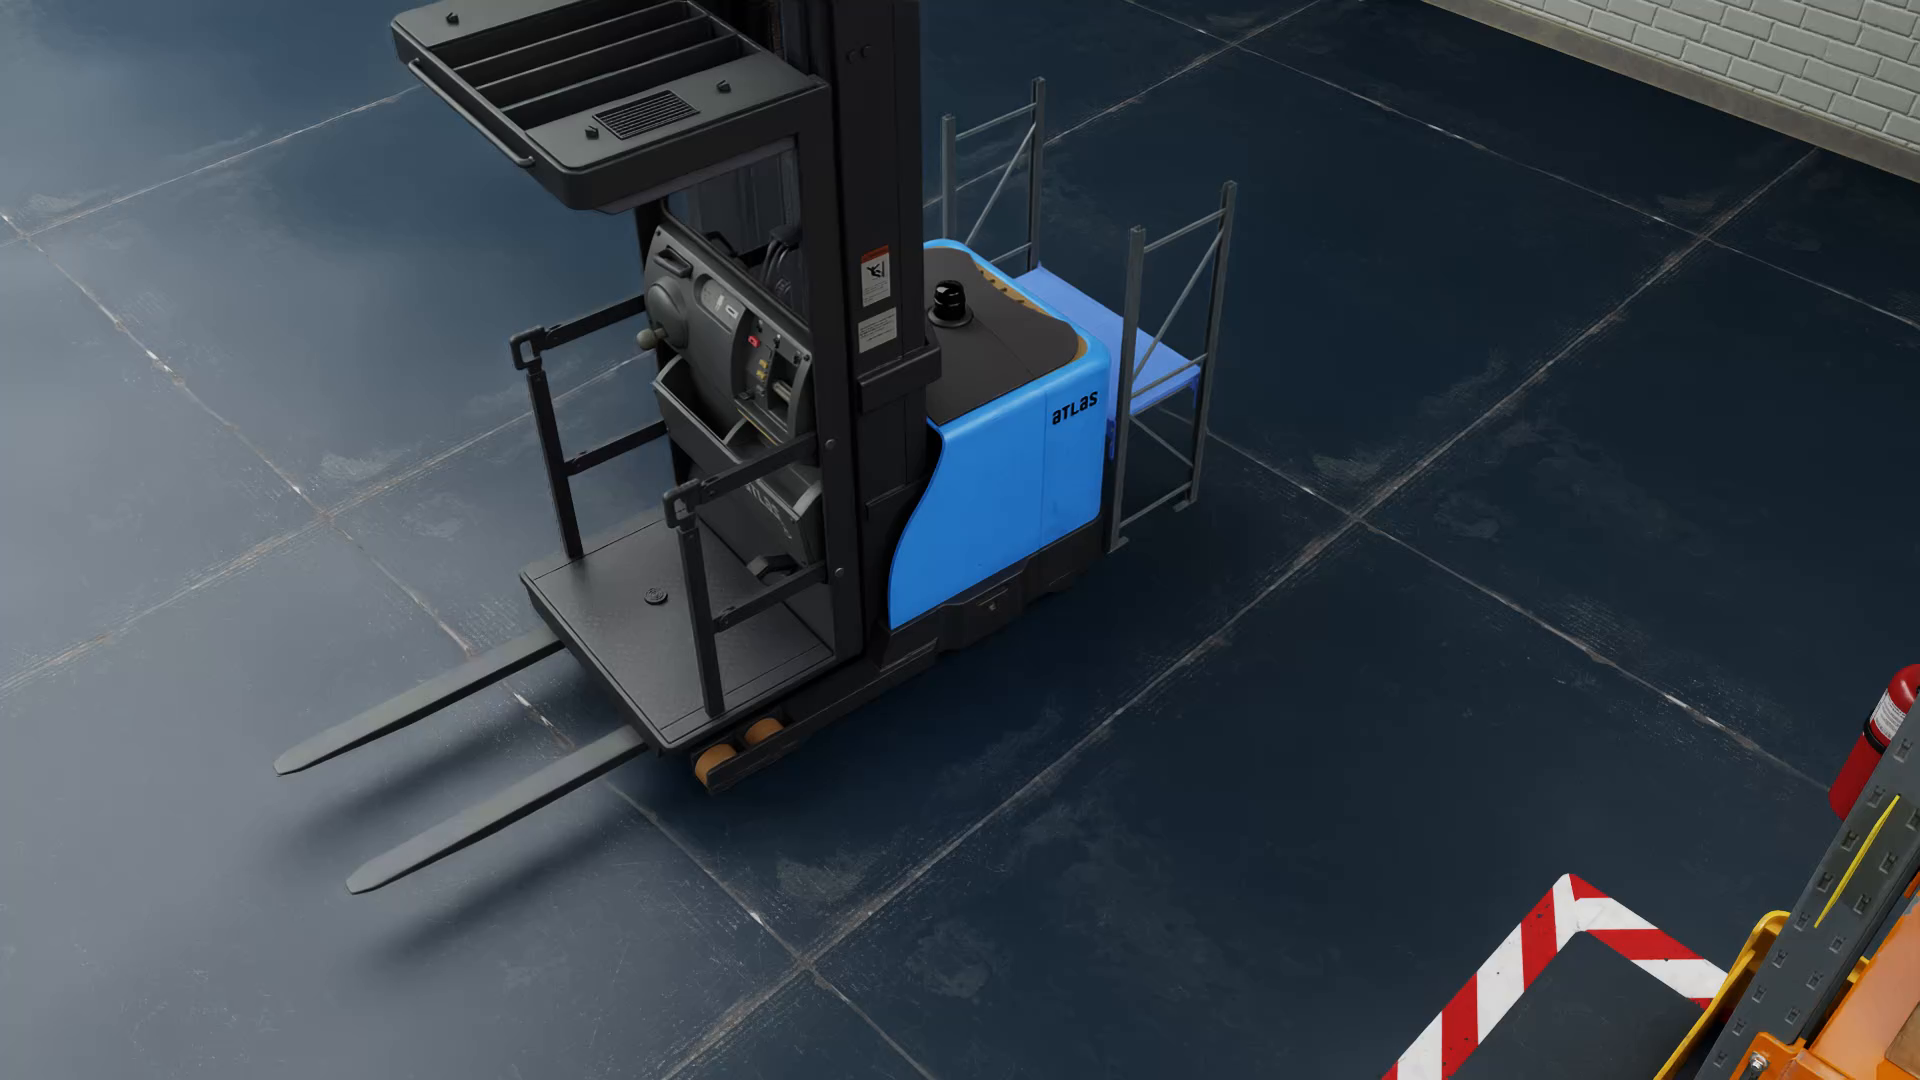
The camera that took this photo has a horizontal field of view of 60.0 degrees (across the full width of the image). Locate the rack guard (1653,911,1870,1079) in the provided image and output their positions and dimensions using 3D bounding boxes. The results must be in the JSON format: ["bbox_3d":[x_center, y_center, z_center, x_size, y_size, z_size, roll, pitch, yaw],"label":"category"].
[{"bbox_3d":[2.091,1.608,4.642,1.175,0.500,0.348,-34,53,-31],"label":"rack guard"}]

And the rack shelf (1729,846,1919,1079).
[{"bbox_3d":[3.520,1.926,2.985,1.077,0.370,4.000,-34,53,-31],"label":"rack shelf"}]

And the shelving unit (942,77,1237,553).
[{"bbox_3d":[0.458,-0.878,6.595,0.538,1.500,1.048,-30,50,-28],"label":"shelving unit"}]

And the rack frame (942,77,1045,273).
[{"bbox_3d":[0.132,-1.143,6.881,0.500,1.500,0.032,-30,50,-28],"label":"rack frame"}]

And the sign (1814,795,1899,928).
[{"bbox_3d":[1.711,0.617,3.175,0.100,0.325,0.005,-34,53,-31],"label":"sign"}]

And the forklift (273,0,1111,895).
[{"bbox_3d":[-0.918,-0.610,5.250,3.031,2.935,1.130,-28,50,-27],"label":"forklift"}]

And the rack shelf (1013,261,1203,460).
[{"bbox_3d":[0.458,-0.746,6.717,0.538,0.185,1.000,-30,50,-28],"label":"rack shelf"}]

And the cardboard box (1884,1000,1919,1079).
[{"bbox_3d":[2.428,0.895,3.498,0.700,0.500,0.500,-34,53,-31],"label":"cardboard box"}]

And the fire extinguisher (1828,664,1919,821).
[{"bbox_3d":[2.353,0.450,4.110,0.296,0.674,0.183,-34,53,-31],"label":"fire extinguisher"}]

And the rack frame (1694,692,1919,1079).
[{"bbox_3d":[2.108,0.701,3.781,1.000,3.000,0.127,-34,53,-31],"label":"rack frame"}]

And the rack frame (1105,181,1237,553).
[{"bbox_3d":[0.785,-0.614,6.309,0.500,1.500,0.032,-30,50,-28],"label":"rack frame"}]
